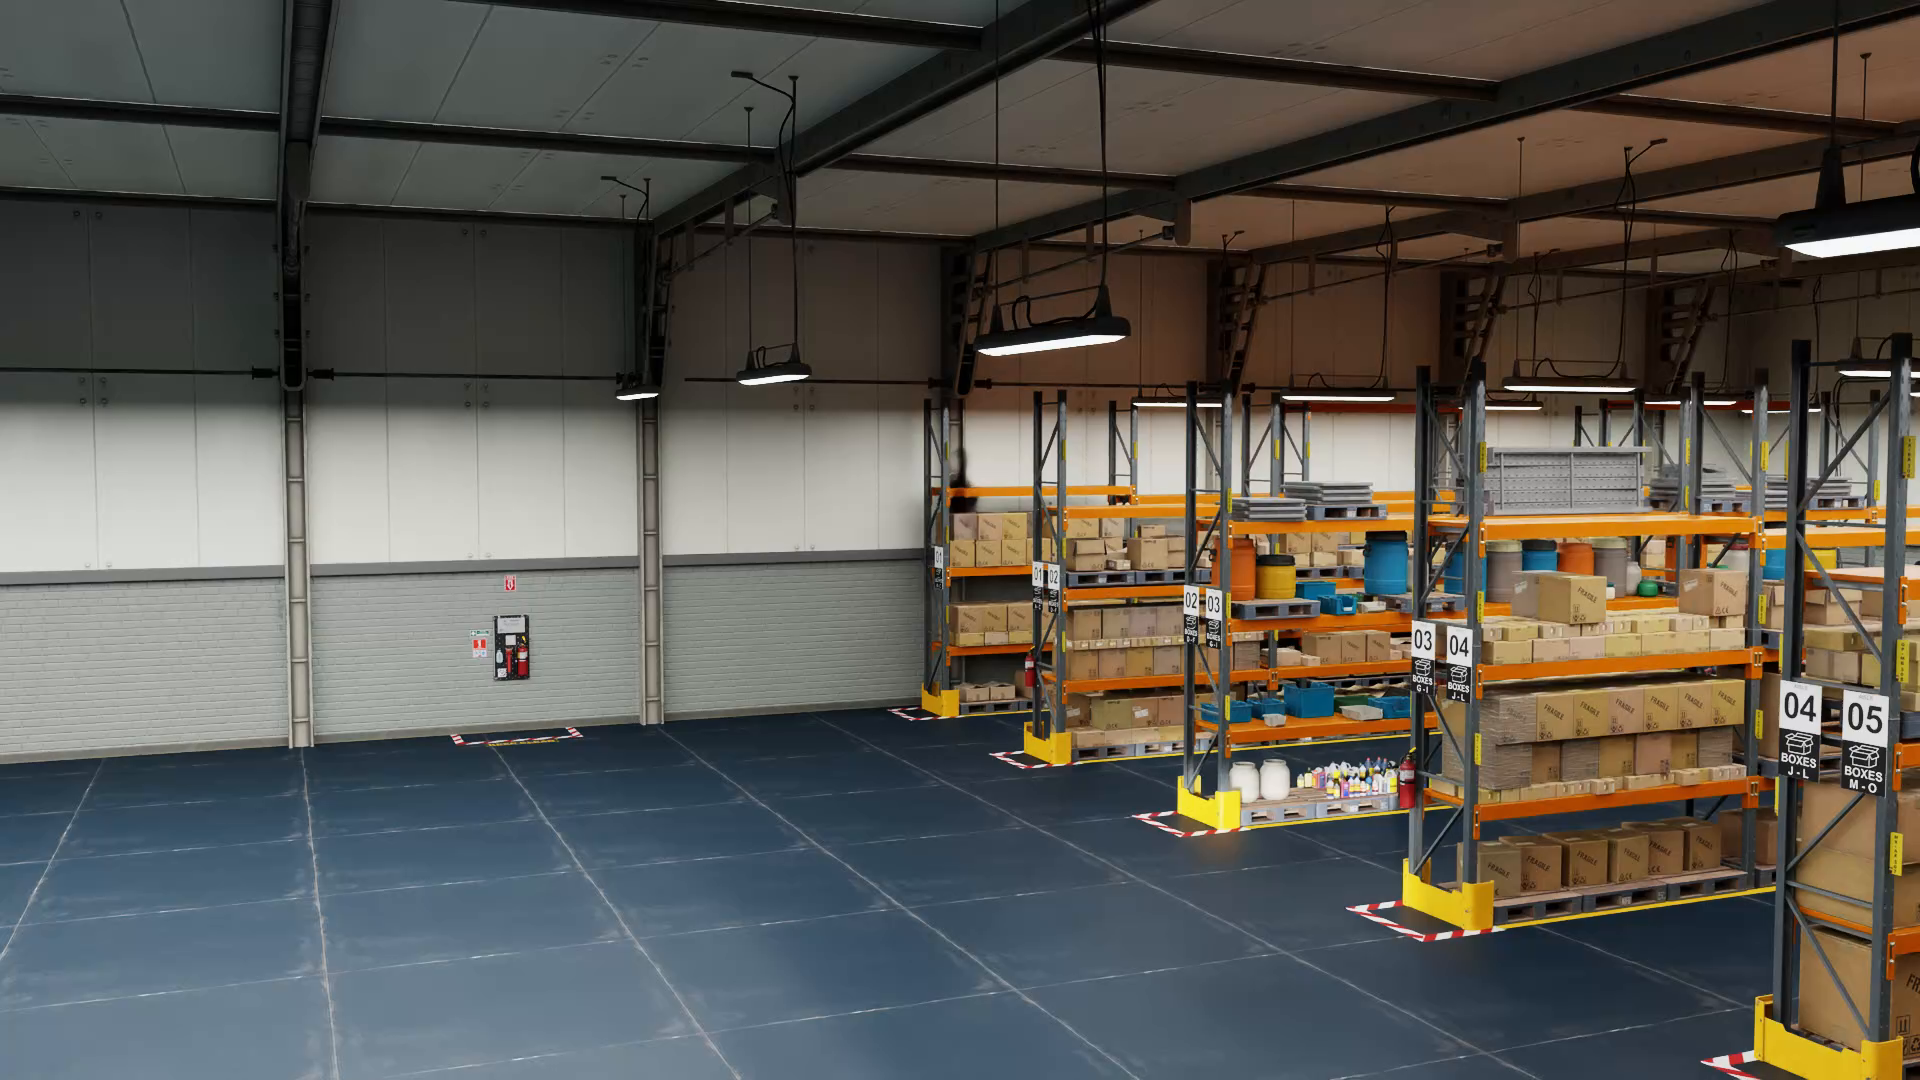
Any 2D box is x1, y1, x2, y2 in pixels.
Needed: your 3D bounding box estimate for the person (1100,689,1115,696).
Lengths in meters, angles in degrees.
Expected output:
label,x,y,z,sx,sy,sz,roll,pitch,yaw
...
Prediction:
label,x,y,z,sx,sy,sz,roll,pitch,yaw
person,2.803,2.485,30.862,0.838,1.687,0.674,-3,4,-37
